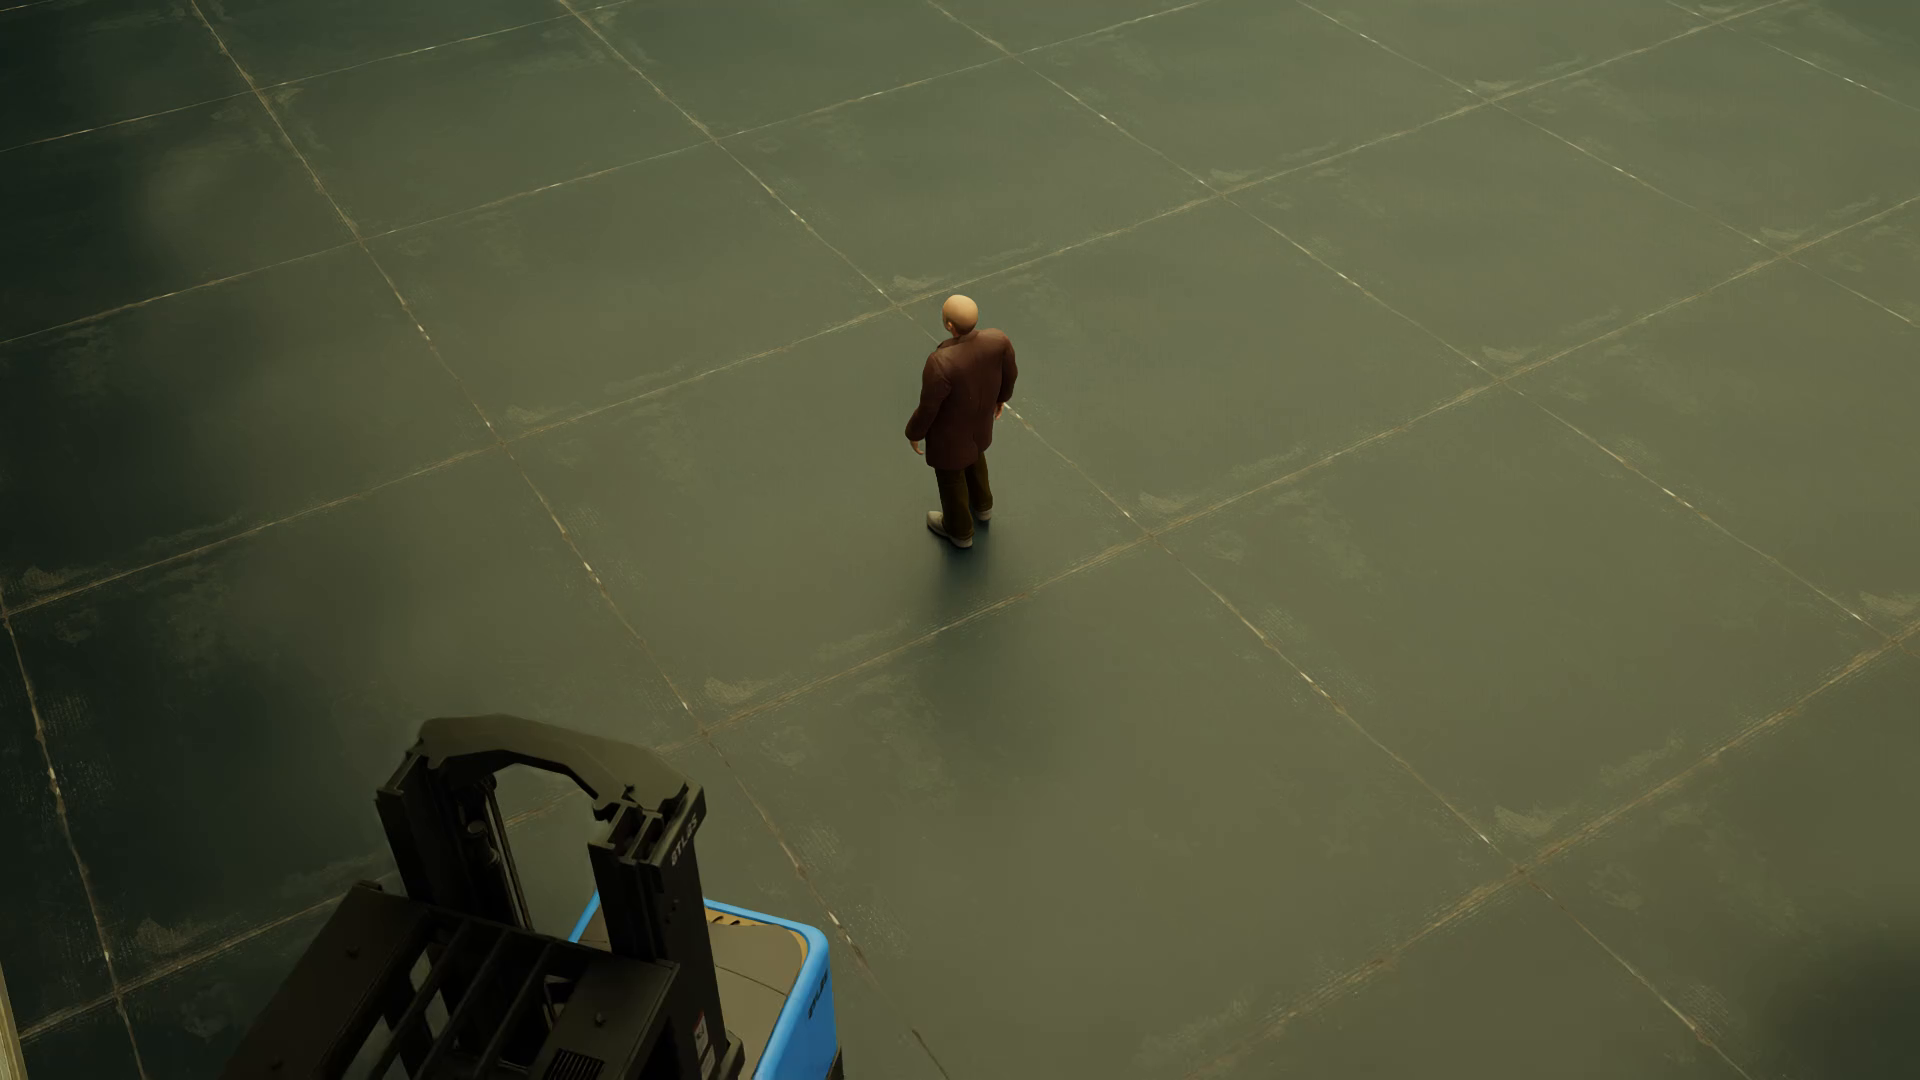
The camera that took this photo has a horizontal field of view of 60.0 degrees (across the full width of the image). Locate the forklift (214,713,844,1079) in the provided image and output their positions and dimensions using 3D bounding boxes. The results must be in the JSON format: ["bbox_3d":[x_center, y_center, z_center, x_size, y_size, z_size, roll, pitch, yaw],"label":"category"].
[{"bbox_3d":[-1.427,2.109,5.457,1.130,2.935,3.031,11,42,13],"label":"forklift"}]

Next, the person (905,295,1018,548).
[{"bbox_3d":[-0.045,-0.727,9.568,0.696,1.775,0.583,-23,46,-24],"label":"person"}]
